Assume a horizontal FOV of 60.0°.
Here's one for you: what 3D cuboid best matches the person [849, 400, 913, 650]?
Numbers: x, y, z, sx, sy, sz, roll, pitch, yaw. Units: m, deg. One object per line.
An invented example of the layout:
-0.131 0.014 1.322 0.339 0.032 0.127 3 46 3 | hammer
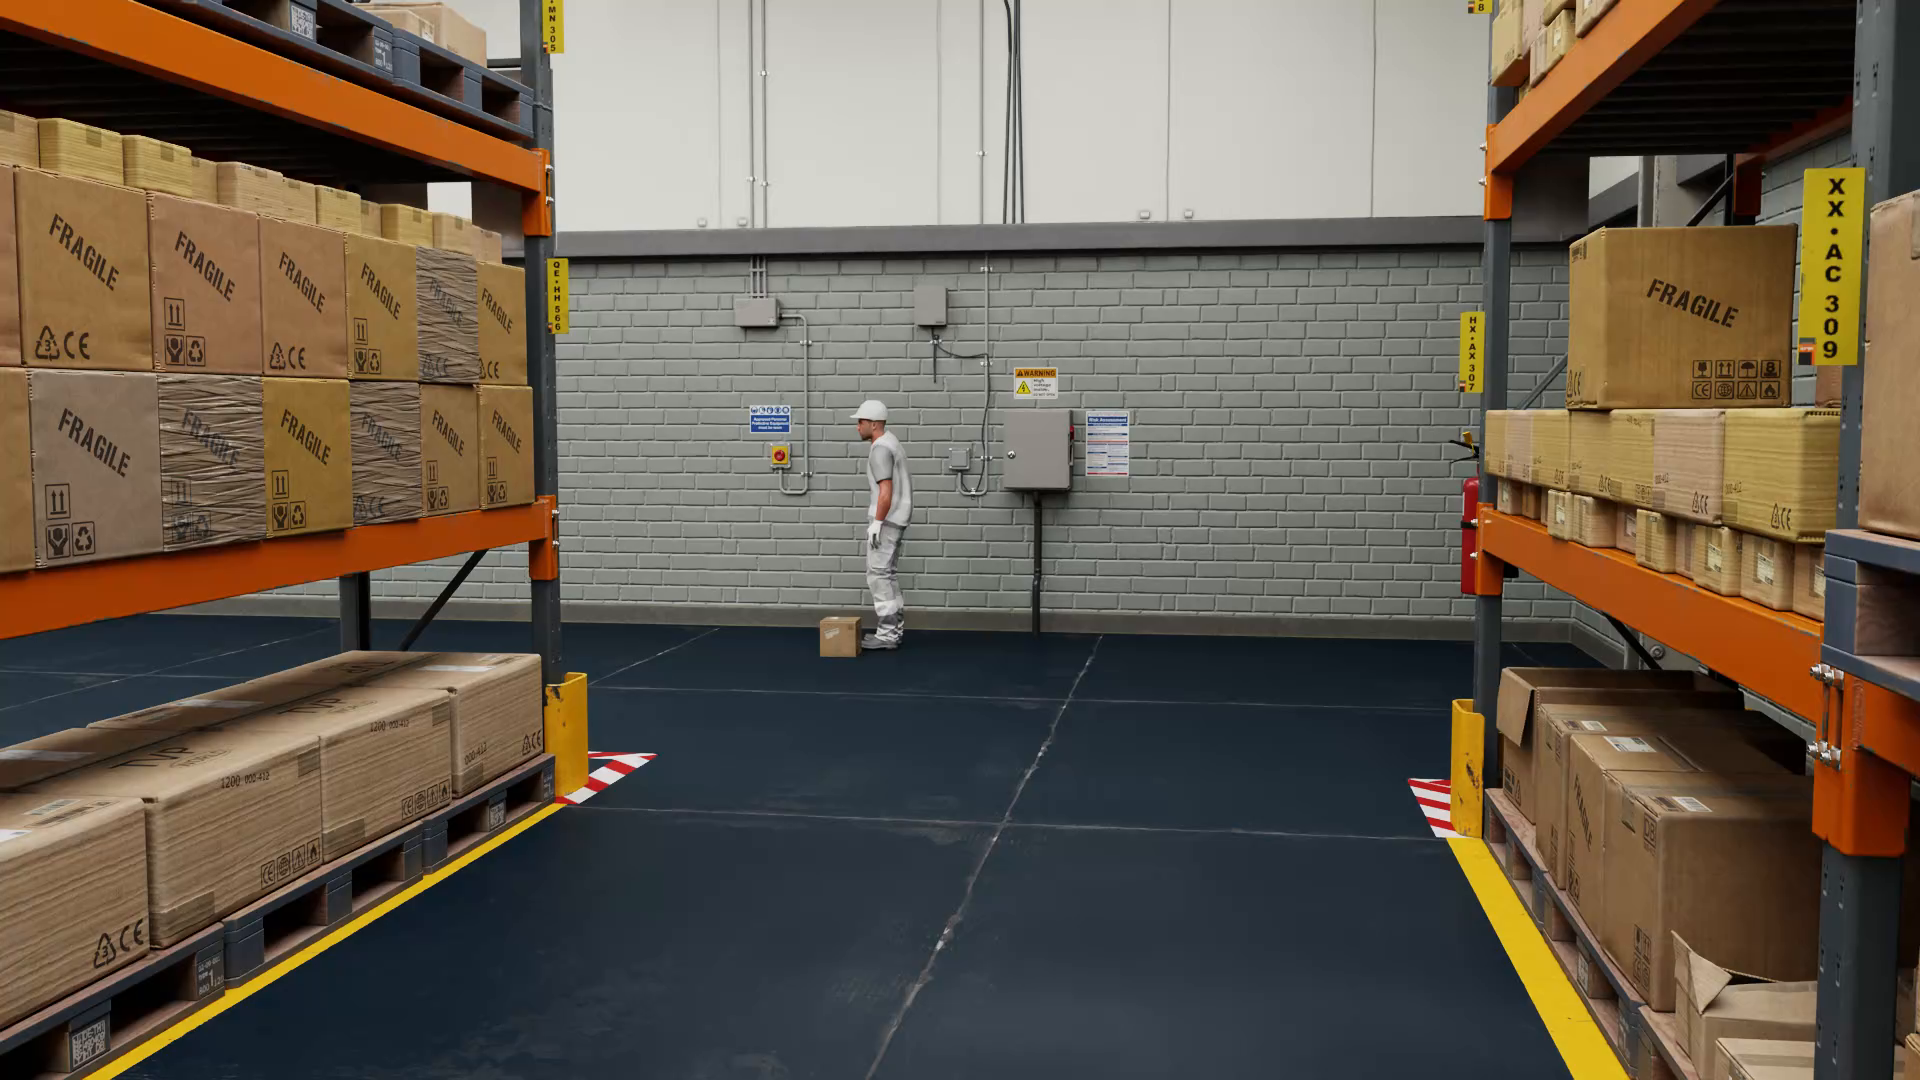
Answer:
-0.562 -0.111 11.922 0.451 1.779 0.618 0 4 5 | person
